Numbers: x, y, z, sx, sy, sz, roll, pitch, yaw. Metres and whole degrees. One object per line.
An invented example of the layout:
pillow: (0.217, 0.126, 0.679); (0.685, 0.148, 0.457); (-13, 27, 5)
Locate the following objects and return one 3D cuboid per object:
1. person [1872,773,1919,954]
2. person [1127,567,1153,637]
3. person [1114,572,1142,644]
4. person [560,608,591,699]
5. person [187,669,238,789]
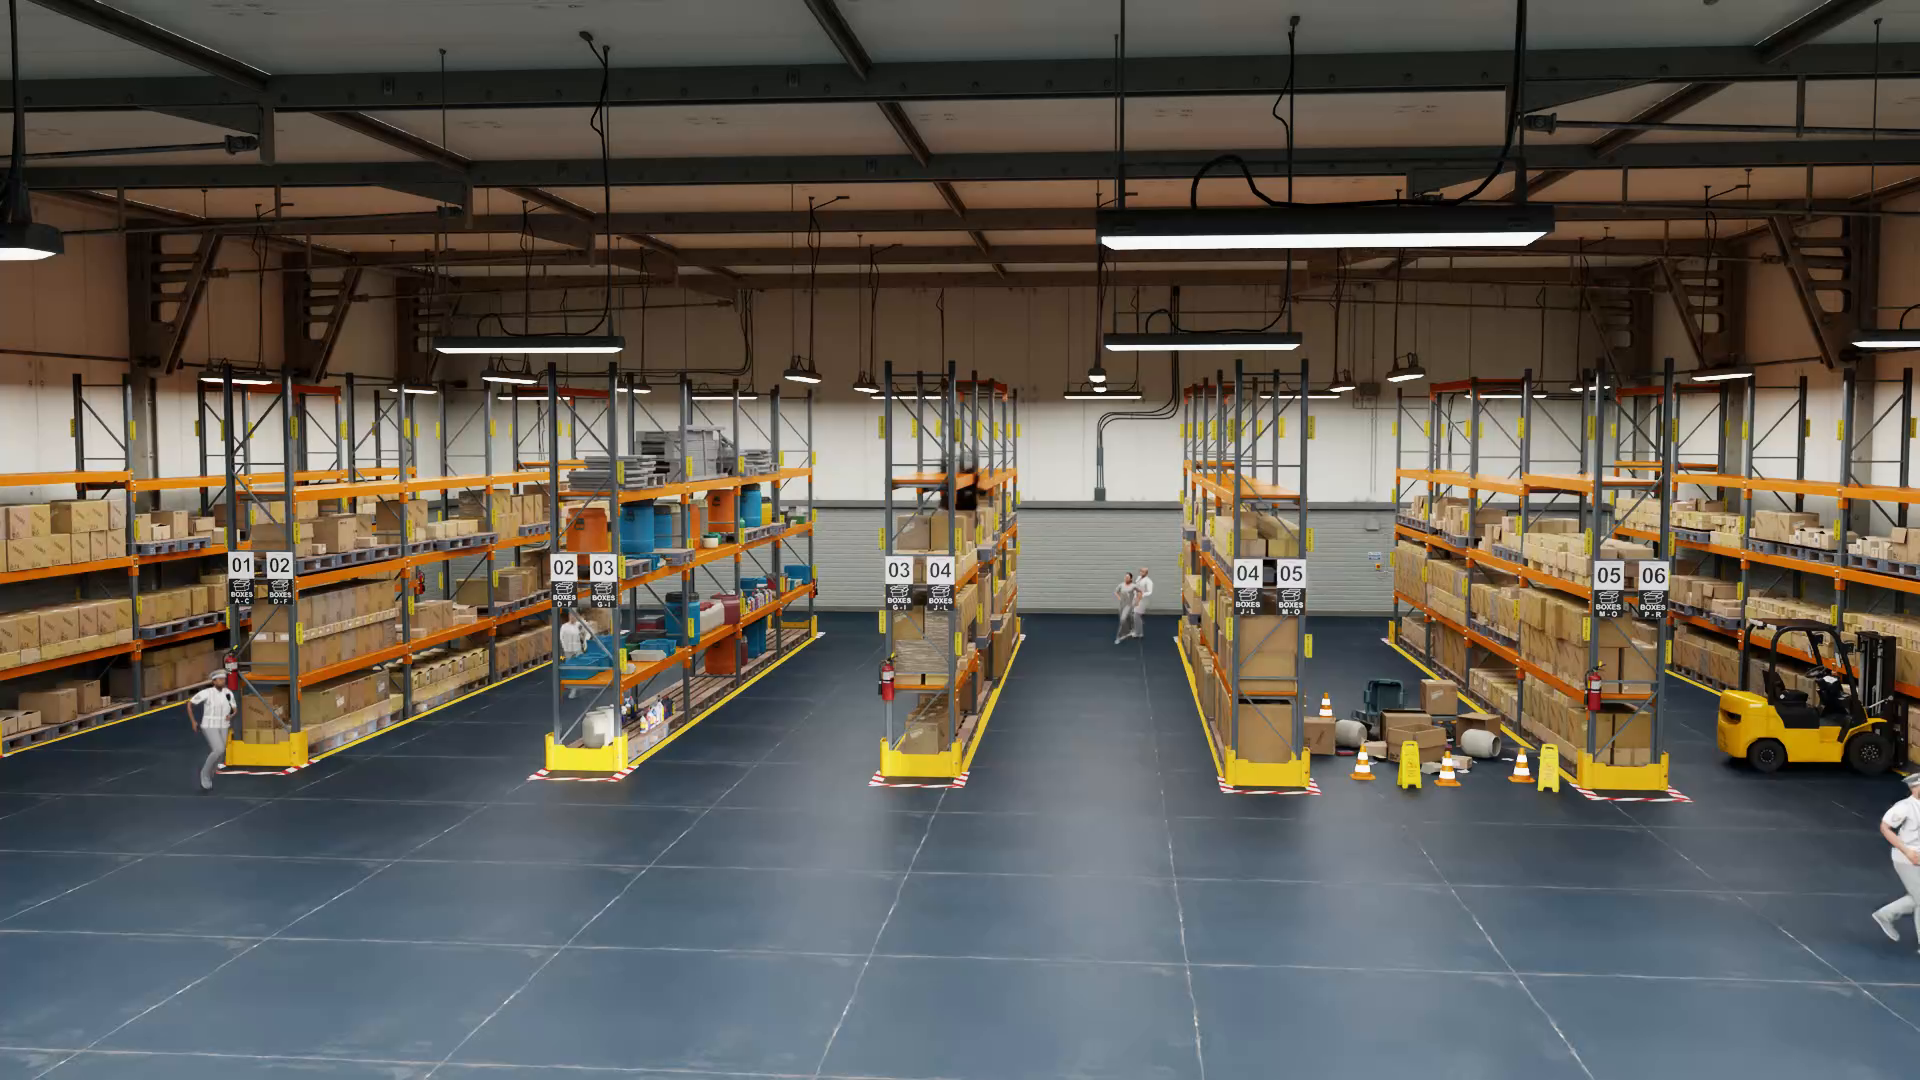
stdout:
person: (9.124, 3.076, 15.886); (0.670, 1.787, 0.805); (-3, 5, -34)
person: (4.315, 1.503, 40.091); (0.563, 1.714, 0.732); (-2, 4, -32)
person: (3.947, 1.603, 39.218); (0.608, 1.692, 0.787); (2, 4, 30)
person: (-7.248, 2.102, 31.229); (0.618, 1.664, 0.890); (0, 4, -7)
person: (-10.420, 2.637, 23.314); (0.602, 1.646, 0.590); (2, 4, 30)
